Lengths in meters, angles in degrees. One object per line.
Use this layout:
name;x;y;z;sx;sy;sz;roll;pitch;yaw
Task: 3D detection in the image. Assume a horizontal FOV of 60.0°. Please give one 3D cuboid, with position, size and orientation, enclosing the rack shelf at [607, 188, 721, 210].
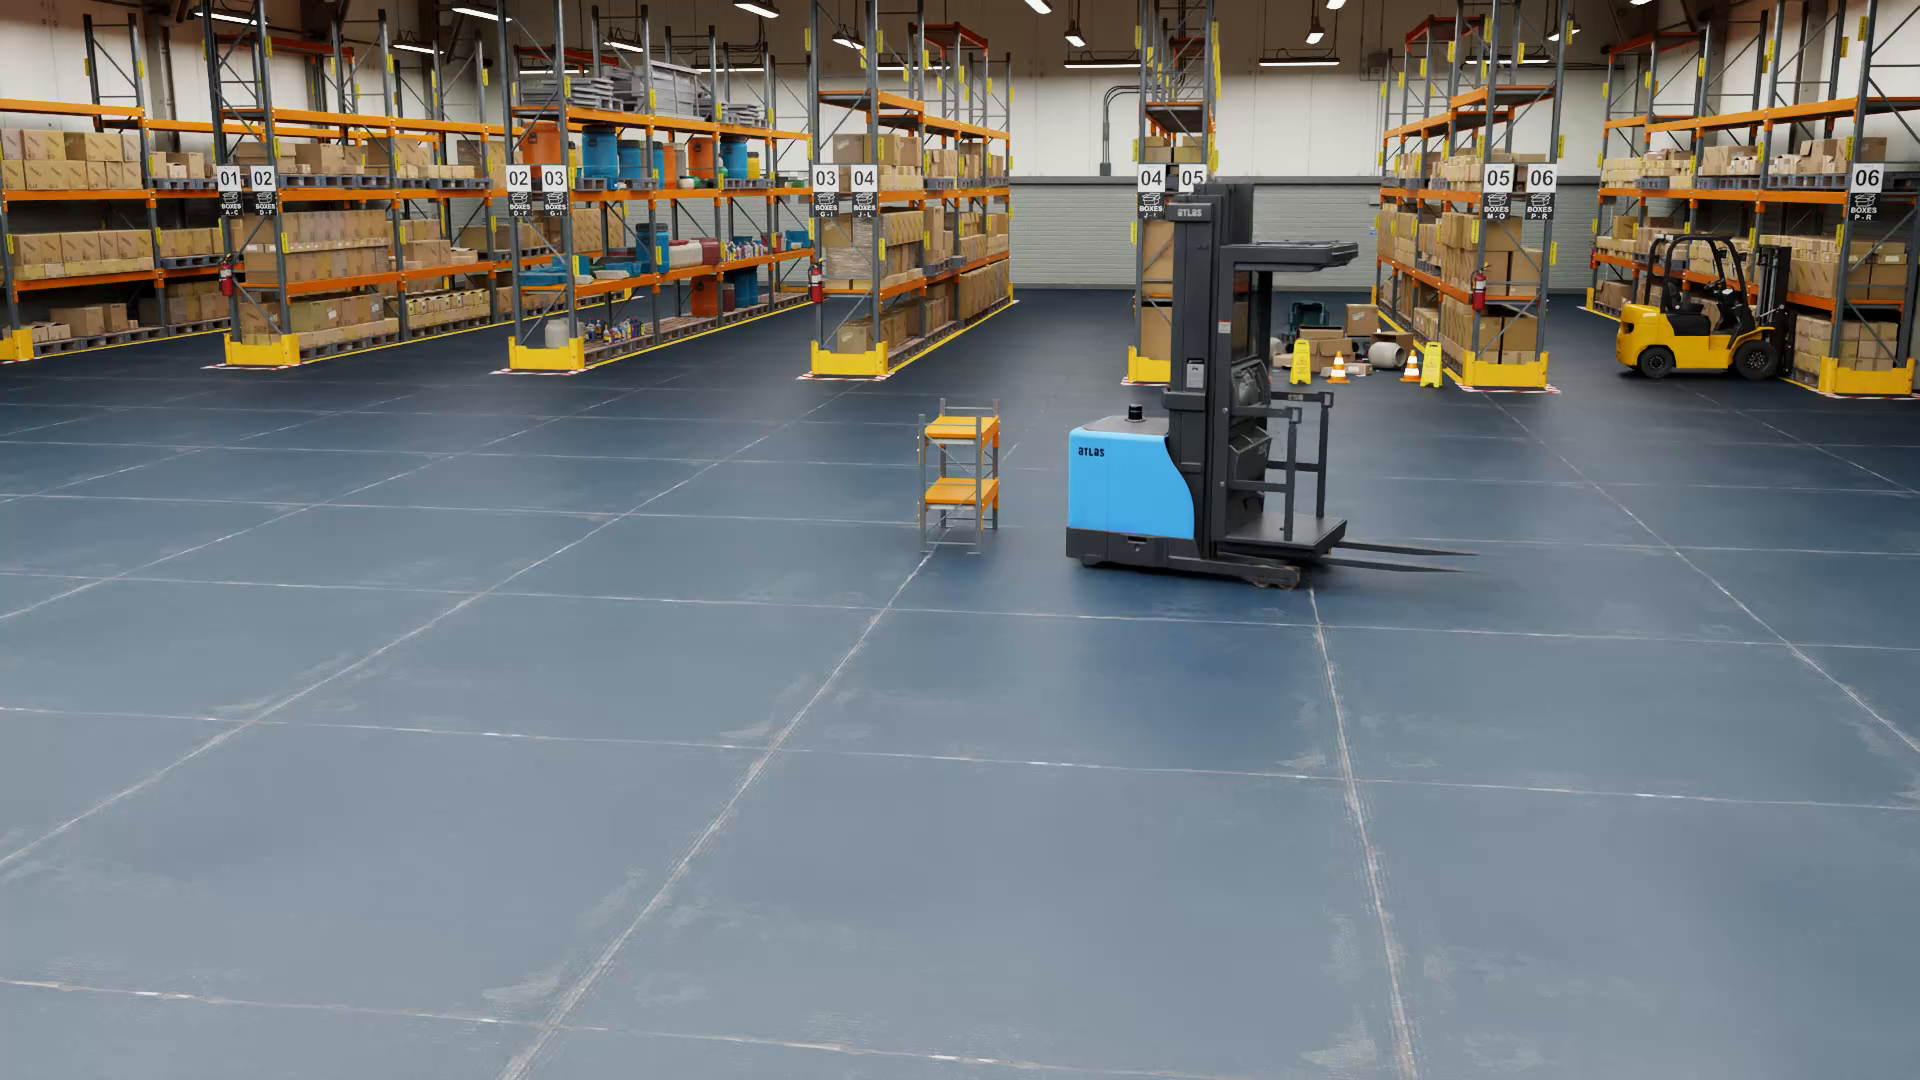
rack shelf;-5.716;-6.593;32.053;1.077;0.370;4.000;2;12;9

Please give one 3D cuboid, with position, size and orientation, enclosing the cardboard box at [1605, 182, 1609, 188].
cardboard box;15.134;-8.203;38.413;0.380;0.149;0.250;2;12;10

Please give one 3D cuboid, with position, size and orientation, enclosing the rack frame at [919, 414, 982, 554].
rack frame;-0.077;-0.445;13.390;0.500;1.125;0.032;2;12;9

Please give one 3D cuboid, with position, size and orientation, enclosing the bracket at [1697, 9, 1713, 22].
bracket;15.381;-10.819;34.290;0.235;0.232;0.430;2;12;9

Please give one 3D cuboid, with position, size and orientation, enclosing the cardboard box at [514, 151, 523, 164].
cardboard box;-10.040;-8.278;36.692;0.600;0.600;0.600;1;12;6

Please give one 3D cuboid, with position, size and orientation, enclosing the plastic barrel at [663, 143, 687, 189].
plastic barrel;-5.750;-7.442;33.096;0.600;0.901;0.600;0;12;0

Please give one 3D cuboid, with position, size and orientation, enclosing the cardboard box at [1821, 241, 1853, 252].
cardboard box;12.820;-4.288;24.288;0.380;0.149;0.250;2;12;10

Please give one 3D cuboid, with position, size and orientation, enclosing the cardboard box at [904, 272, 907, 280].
cardboard box;-1.114;-4.466;28.191;0.380;0.149;0.250;2;12;9

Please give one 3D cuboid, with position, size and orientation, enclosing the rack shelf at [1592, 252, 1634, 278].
rack shelf;15.105;-6.150;37.119;1.077;0.370;4.000;2;12;9

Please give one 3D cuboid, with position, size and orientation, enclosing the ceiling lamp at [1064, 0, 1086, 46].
ceiling lamp;2.695;-12.090;34.877;0.800;3.185;2.000;2;12;9

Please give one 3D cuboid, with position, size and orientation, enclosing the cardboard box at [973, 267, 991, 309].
cardboard box;0.022;-5.600;36.903;1.225;0.875;0.875;2;12;9

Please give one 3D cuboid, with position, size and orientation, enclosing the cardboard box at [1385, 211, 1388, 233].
cardboard box;9.933;-7.206;37.701;0.500;0.500;0.500;2;12;9

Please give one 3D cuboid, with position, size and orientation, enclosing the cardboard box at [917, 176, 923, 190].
cardboard box;-0.942;-6.191;28.837;0.500;0.250;0.500;2;12;11

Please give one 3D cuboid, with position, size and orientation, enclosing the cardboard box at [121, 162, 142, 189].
cardboard box;-15.647;-6.794;30.995;0.500;0.500;0.500;2;12;10

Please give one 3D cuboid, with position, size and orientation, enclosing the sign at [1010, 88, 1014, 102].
sign;1.250;-10.807;40.374;0.100;0.325;0.005;2;12;9

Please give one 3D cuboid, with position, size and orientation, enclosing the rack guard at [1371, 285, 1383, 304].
rack guard;10.511;-5.861;40.005;1.175;0.500;0.348;2;12;9

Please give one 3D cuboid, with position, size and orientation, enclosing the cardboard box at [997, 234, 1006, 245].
cardboard box;0.825;-7.256;40.194;0.500;0.250;0.500;2;12;8

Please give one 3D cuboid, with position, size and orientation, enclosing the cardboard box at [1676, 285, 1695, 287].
cardboard box;14.962;-5.194;34.373;0.380;0.149;0.250;2;12;9

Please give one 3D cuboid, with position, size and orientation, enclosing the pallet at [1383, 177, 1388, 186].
pallet;10.404;-8.347;38.693;1.003;0.211;1.213;2;12;9

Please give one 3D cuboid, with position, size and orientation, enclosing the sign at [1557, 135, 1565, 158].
sign;8.583;-5.624;23.774;0.100;0.325;0.005;2;12;9

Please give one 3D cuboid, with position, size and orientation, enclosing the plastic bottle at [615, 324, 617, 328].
plastic bottle;-6.052;-3.668;29.298;0.061;0.283;0.133;2;12;9

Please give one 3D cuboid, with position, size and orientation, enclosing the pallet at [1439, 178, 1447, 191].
pallet;8.862;-6.080;28.411;1.213;0.211;1.003;2;12;9

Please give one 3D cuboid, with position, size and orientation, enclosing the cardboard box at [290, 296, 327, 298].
cardboard box;-11.527;-4.052;29.426;0.500;0.500;0.500;2;12;9

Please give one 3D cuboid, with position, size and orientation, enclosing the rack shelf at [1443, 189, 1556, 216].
rack shelf;8.355;-5.279;25.955;1.077;0.370;4.000;2;12;9

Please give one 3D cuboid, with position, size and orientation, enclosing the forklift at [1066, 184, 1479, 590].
forklift;2.389;-1.193;12.570;3.031;2.935;1.130;6;13;25

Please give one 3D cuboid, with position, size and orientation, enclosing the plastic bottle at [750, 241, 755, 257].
plastic bottle;-4.640;-6.463;36.978;0.144;0.351;0.185;2;12;9

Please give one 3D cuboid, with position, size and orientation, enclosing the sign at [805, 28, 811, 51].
sign;-2.290;-7.558;25.109;0.100;0.325;0.005;2;12;9

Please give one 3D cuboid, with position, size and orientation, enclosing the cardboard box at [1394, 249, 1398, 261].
cardboard box;9.564;-6.089;35.485;0.500;0.250;0.500;2;12;7

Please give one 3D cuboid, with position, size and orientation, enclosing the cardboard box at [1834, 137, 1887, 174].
cardboard box;12.779;-5.457;23.603;0.500;0.500;0.500;2;12;11

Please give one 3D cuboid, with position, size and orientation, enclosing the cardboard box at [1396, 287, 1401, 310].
cardboard box;10.095;-5.326;36.670;0.875;0.438;0.875;2;12;8

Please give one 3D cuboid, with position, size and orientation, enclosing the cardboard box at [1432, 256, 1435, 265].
cardboard box;8.566;-4.941;29.401;0.380;0.149;0.250;2;12;9

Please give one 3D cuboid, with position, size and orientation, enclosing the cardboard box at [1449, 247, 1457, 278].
cardboard box;8.175;-4.483;26.730;0.500;0.500;0.500;2;12;8

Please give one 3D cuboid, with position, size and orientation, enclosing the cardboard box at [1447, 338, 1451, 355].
cardboard box;8.155;-3.105;26.813;0.500;0.250;0.500;2;12;8

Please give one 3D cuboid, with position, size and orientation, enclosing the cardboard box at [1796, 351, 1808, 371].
cardboard box;12.798;-2.660;24.746;0.500;0.250;0.500;2;12;9

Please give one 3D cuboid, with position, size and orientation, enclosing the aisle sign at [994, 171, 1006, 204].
aisle sign;1.023;-8.676;40.958;0.394;0.787;0.004;2;12;9

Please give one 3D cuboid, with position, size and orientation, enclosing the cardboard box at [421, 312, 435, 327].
cardboard box;-10.531;-4.267;32.201;0.500;0.250;0.500;2;12;10

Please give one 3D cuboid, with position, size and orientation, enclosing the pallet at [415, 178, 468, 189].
pallet;-10.488;-7.053;32.928;1.003;0.211;1.213;2;12;11

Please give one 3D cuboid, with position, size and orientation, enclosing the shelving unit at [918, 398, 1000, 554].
shelving unit;0.001;-0.551;13.881;0.538;1.125;1.048;2;12;9

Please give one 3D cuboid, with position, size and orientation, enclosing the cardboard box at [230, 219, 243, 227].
cardboard box;-15.256;-6.656;34.939;0.380;0.149;0.250;0;12;-1

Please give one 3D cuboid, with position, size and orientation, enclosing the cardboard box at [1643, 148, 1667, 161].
cardboard box;14.406;-7.980;34.454;0.396;0.266;0.258;2;12;8

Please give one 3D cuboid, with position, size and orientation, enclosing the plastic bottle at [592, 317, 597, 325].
plastic bottle;-6.558;-3.827;29.877;0.144;0.351;0.185;2;12;10

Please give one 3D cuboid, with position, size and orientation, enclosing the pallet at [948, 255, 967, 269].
pallet;-0.519;-5.489;32.796;1.213;0.211;1.003;2;12;9

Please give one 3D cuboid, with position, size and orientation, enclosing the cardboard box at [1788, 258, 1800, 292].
cardboard box;13.002;-4.067;25.507;0.500;0.500;0.500;2;12;9

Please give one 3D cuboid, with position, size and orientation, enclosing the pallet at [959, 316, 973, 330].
pallet;-0.319;-4.533;34.524;1.003;0.211;1.213;2;12;9

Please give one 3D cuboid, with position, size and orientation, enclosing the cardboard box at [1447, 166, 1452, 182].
cardboard box;8.324;-6.036;27.411;0.500;0.250;0.500;2;12;7

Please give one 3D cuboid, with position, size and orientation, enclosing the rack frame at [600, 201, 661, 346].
rack frame;-6.024;-5.062;30.361;1.000;3.000;0.127;2;12;9

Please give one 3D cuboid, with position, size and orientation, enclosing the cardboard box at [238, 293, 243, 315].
cardboard box;-15.451;-4.954;34.748;0.700;0.500;0.500;2;12;9

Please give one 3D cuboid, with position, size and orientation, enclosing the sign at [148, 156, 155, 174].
sign;-15.276;-7.086;31.406;0.100;0.325;0.005;2;12;9

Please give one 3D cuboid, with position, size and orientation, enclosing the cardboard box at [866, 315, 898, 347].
cardboard box;-1.329;-3.552;28.290;0.500;0.500;0.500;1;12;4

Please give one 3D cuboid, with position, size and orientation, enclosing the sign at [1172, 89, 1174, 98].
sign;5.065;-10.663;39.707;0.100;0.325;0.005;2;12;9

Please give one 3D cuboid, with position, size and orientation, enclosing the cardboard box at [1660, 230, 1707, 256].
cardboard box;14.251;-5.855;32.797;0.797;0.503;0.637;2;12;7

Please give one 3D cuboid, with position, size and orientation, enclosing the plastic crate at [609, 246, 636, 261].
plastic crate;-6.252;-5.204;30.868;0.402;0.464;0.583;2;12;9

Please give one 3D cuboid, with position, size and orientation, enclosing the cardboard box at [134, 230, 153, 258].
cardboard box;-15.580;-5.578;31.282;0.500;0.500;0.500;2;12;9

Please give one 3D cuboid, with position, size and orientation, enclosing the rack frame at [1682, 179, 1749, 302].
rack frame;14.183;-5.253;31.248;1.000;3.000;0.127;2;12;9

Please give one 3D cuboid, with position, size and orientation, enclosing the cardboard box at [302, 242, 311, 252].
cardboard box;-11.182;-4.938;28.010;0.380;0.149;0.250;2;12;9

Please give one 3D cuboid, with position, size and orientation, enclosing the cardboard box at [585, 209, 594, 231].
cardboard box;-9.179;-7.730;40.129;0.500;0.500;0.500;2;12;7
